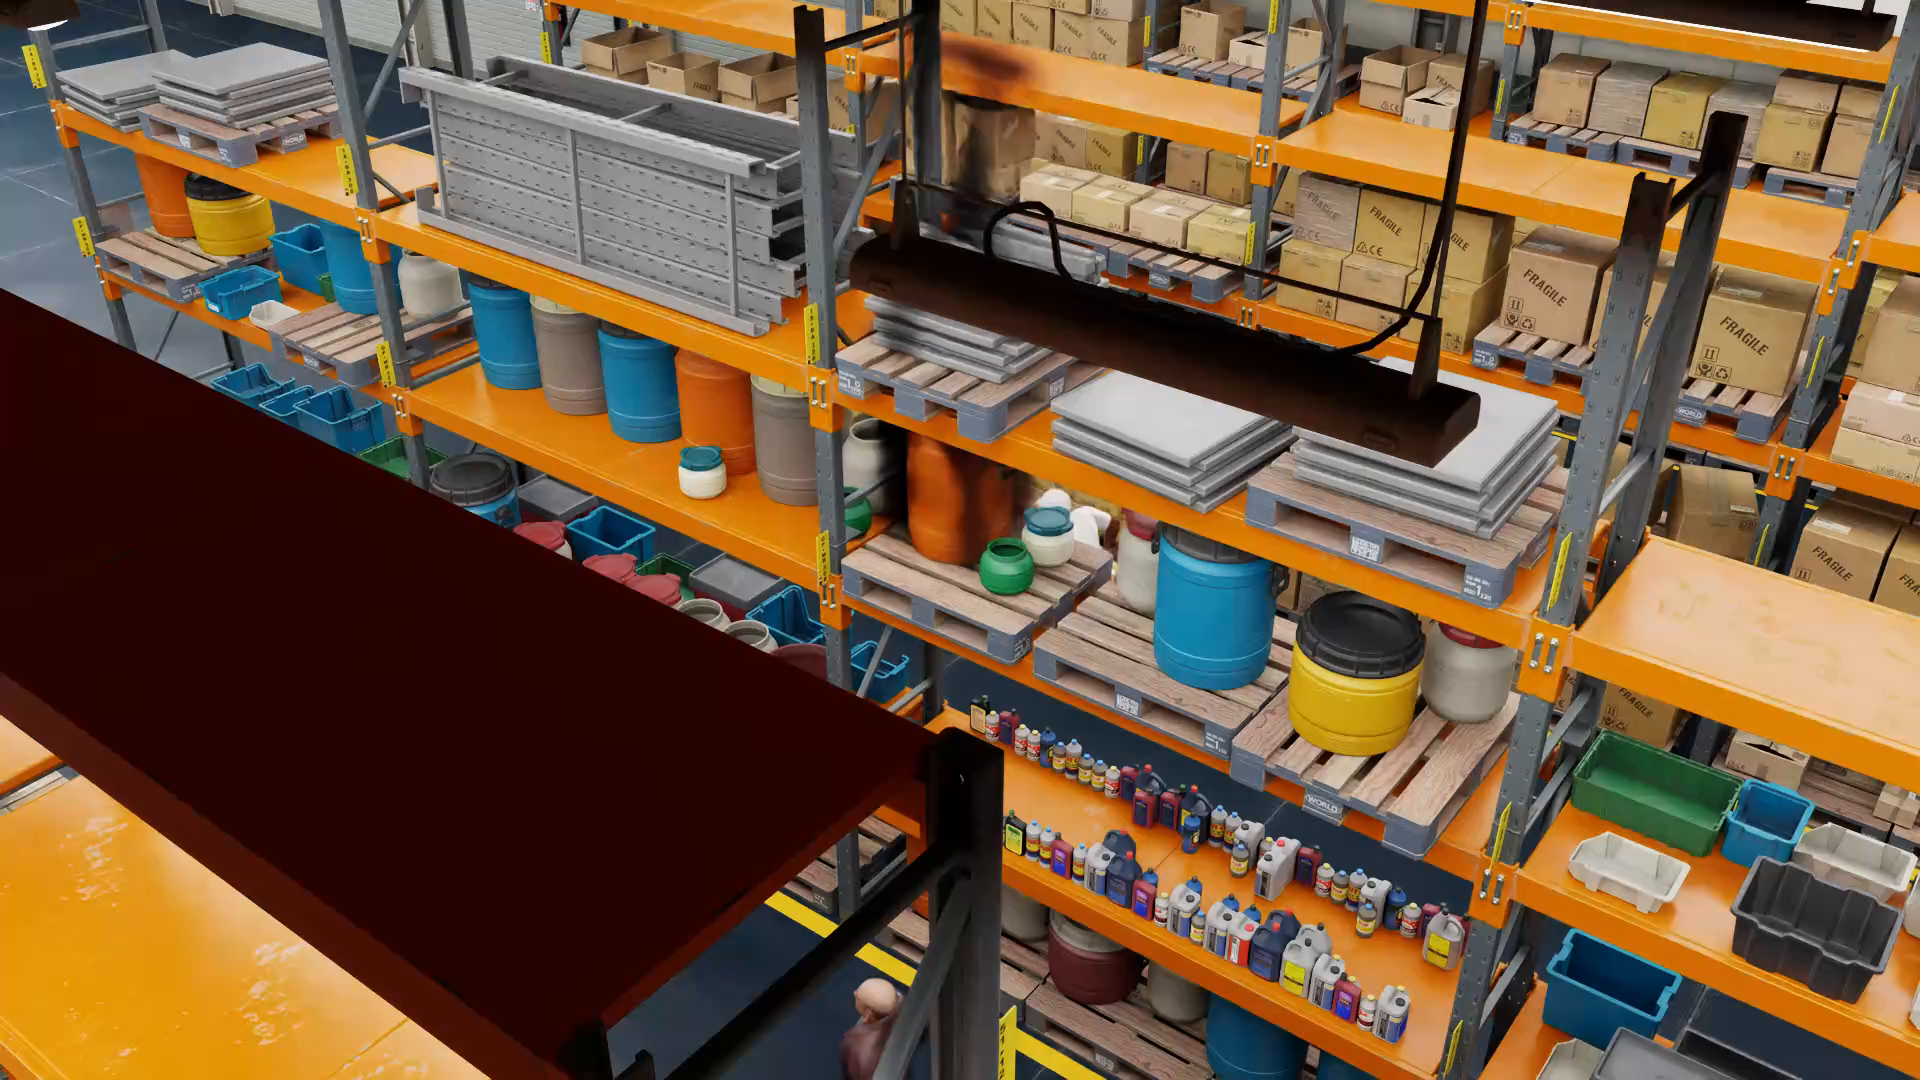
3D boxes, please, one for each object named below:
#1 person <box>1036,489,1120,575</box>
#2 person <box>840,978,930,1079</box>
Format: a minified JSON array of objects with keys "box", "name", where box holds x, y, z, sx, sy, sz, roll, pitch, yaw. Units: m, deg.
[{"box":[1.060,0.440,12.992,1.061,1.715,0.745,18,36,26],"name":"person"},{"box":[-0.397,2.964,8.785,0.720,1.743,0.712,16,35,24],"name":"person"}]
